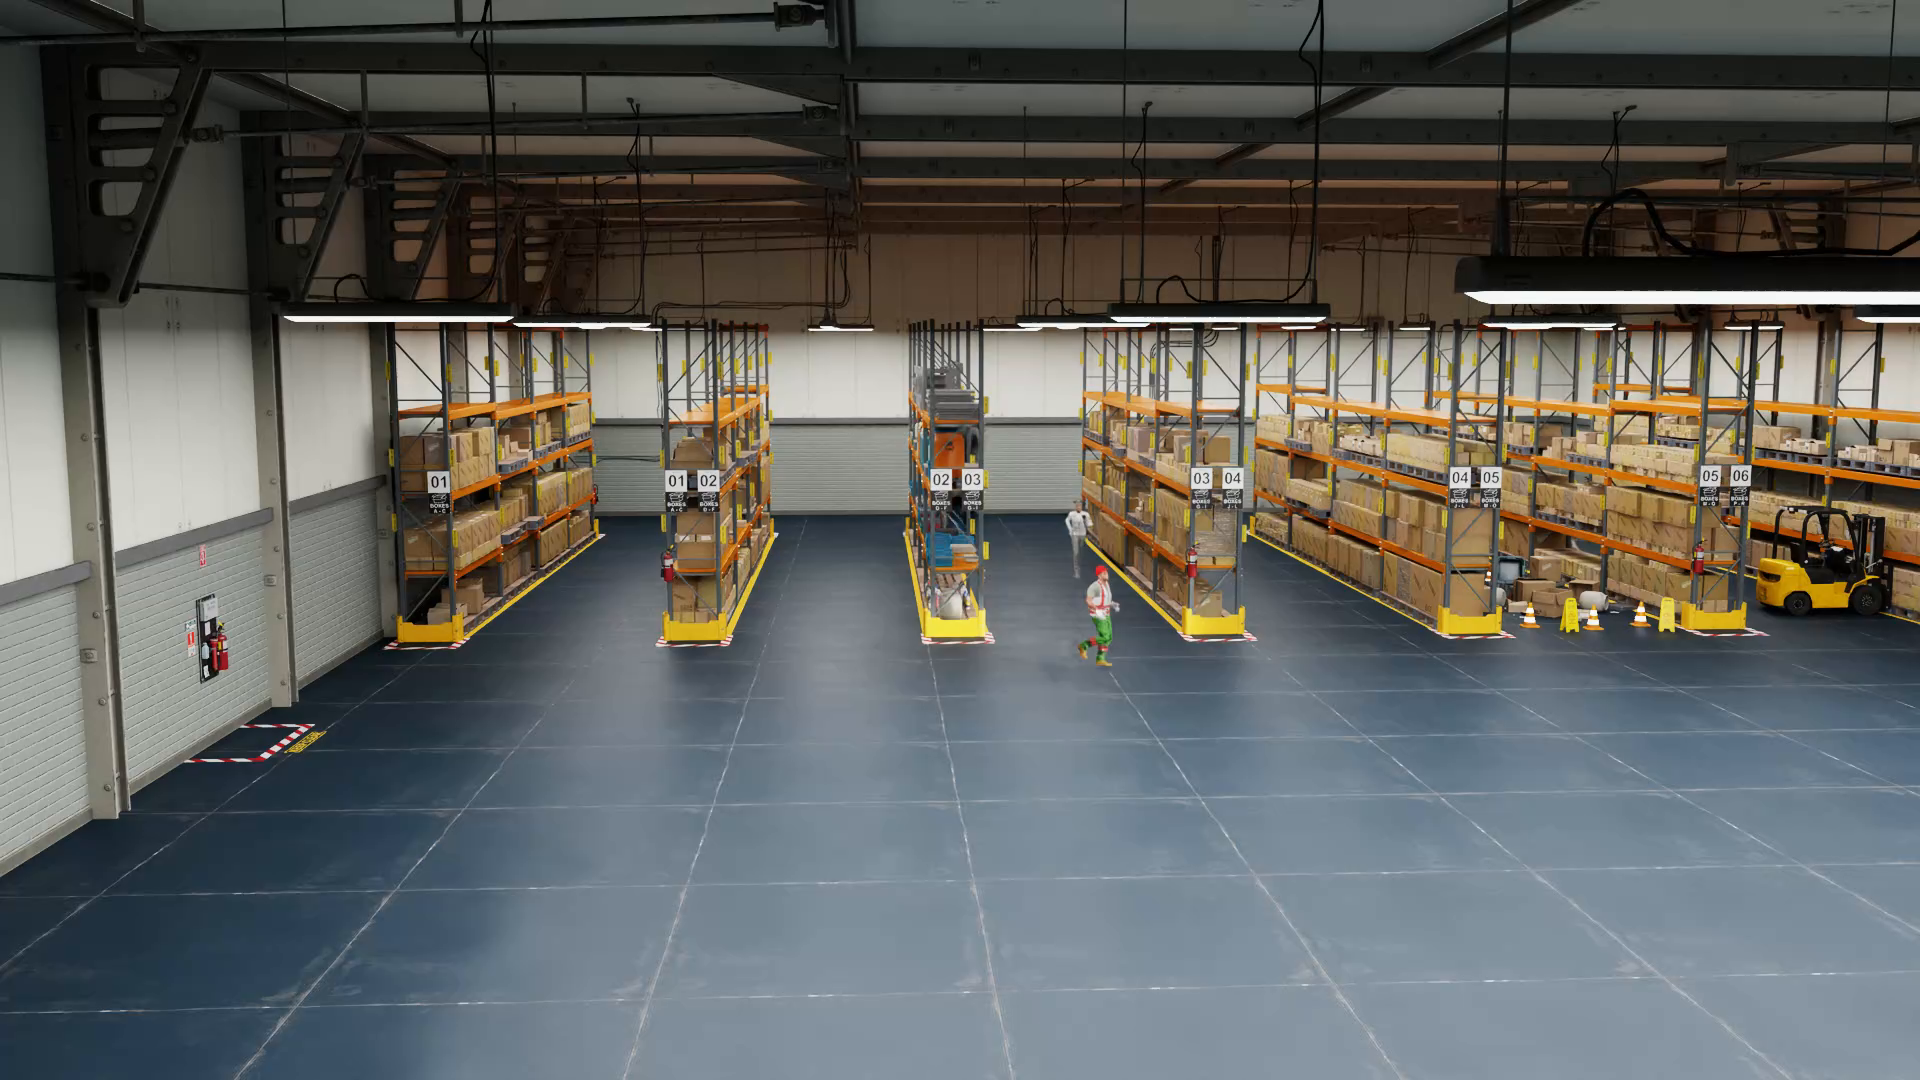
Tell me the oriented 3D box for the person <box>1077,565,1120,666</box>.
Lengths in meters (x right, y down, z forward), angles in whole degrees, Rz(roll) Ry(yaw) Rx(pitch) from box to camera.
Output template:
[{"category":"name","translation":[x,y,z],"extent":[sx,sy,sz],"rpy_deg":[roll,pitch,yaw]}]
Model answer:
[{"category":"person","translation":[2.410,1.306,28.854],"extent":[0.650,1.756,0.651],"rpy_deg":[4,8,29]}]

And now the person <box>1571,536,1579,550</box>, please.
[{"category":"person","translation":[15.626,-0.381,42.308],"extent":[0.676,1.737,0.864],"rpy_deg":[-1,7,-5]}]

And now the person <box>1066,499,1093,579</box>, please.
[{"category":"person","translation":[2.711,-0.046,37.678],"extent":[0.584,1.777,0.731],"rpy_deg":[-1,7,-6]}]

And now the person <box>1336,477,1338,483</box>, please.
[{"category":"person","translation":[10.679,-0.960,47.382],"extent":[0.557,1.702,0.710],"rpy_deg":[-3,8,-21]}]
